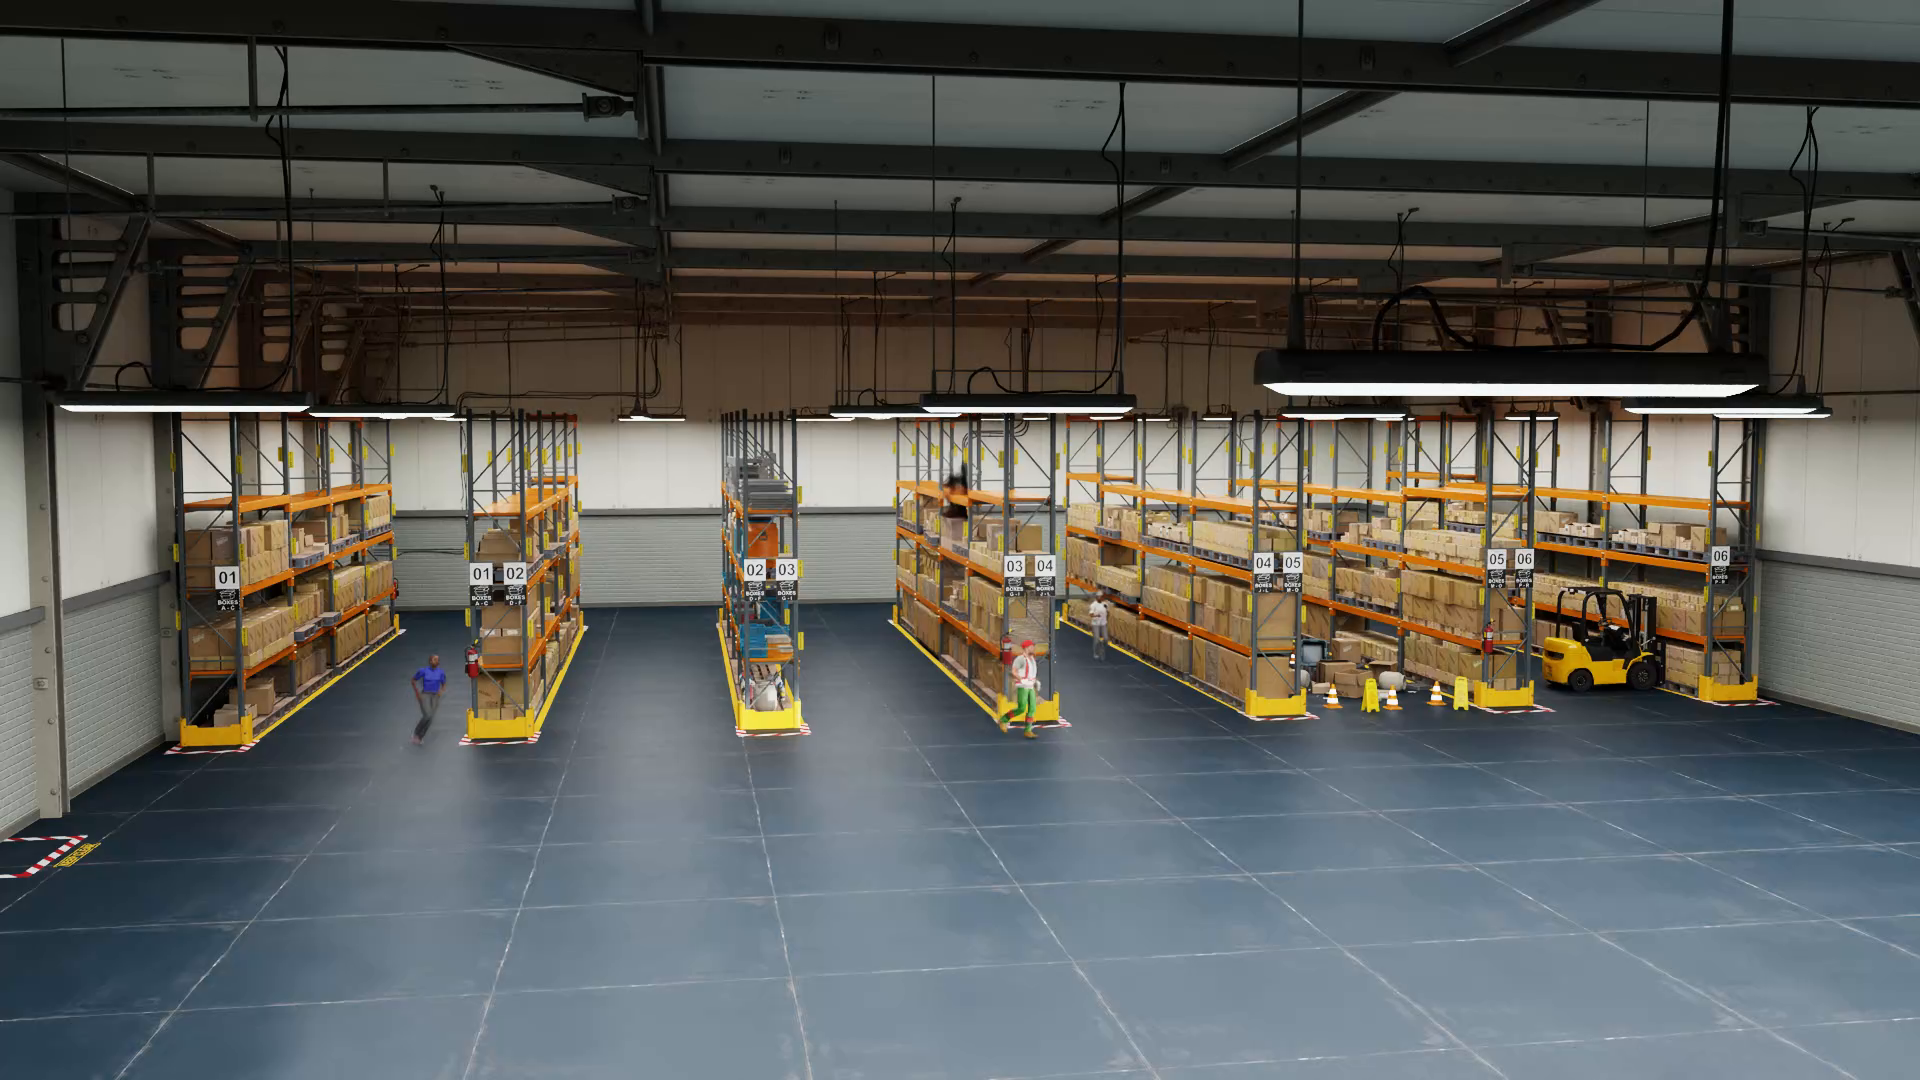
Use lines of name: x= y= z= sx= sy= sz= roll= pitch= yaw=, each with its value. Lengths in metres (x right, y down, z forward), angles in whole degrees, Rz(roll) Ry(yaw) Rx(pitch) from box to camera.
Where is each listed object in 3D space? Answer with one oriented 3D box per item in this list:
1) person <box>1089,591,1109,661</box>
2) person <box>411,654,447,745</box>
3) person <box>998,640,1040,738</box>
person: x=3.396 y=2.083 z=40.219 sx=0.555 sy=1.727 sz=0.660 roll=-1 pitch=4 yaw=-12
person: x=-9.468 y=2.841 z=29.708 sx=0.631 sy=1.602 sz=0.555 roll=-3 pitch=5 yaw=-41
person: x=1.191 y=2.711 z=30.596 sx=0.803 sy=1.750 sz=0.723 roll=3 pitch=5 yaw=34
